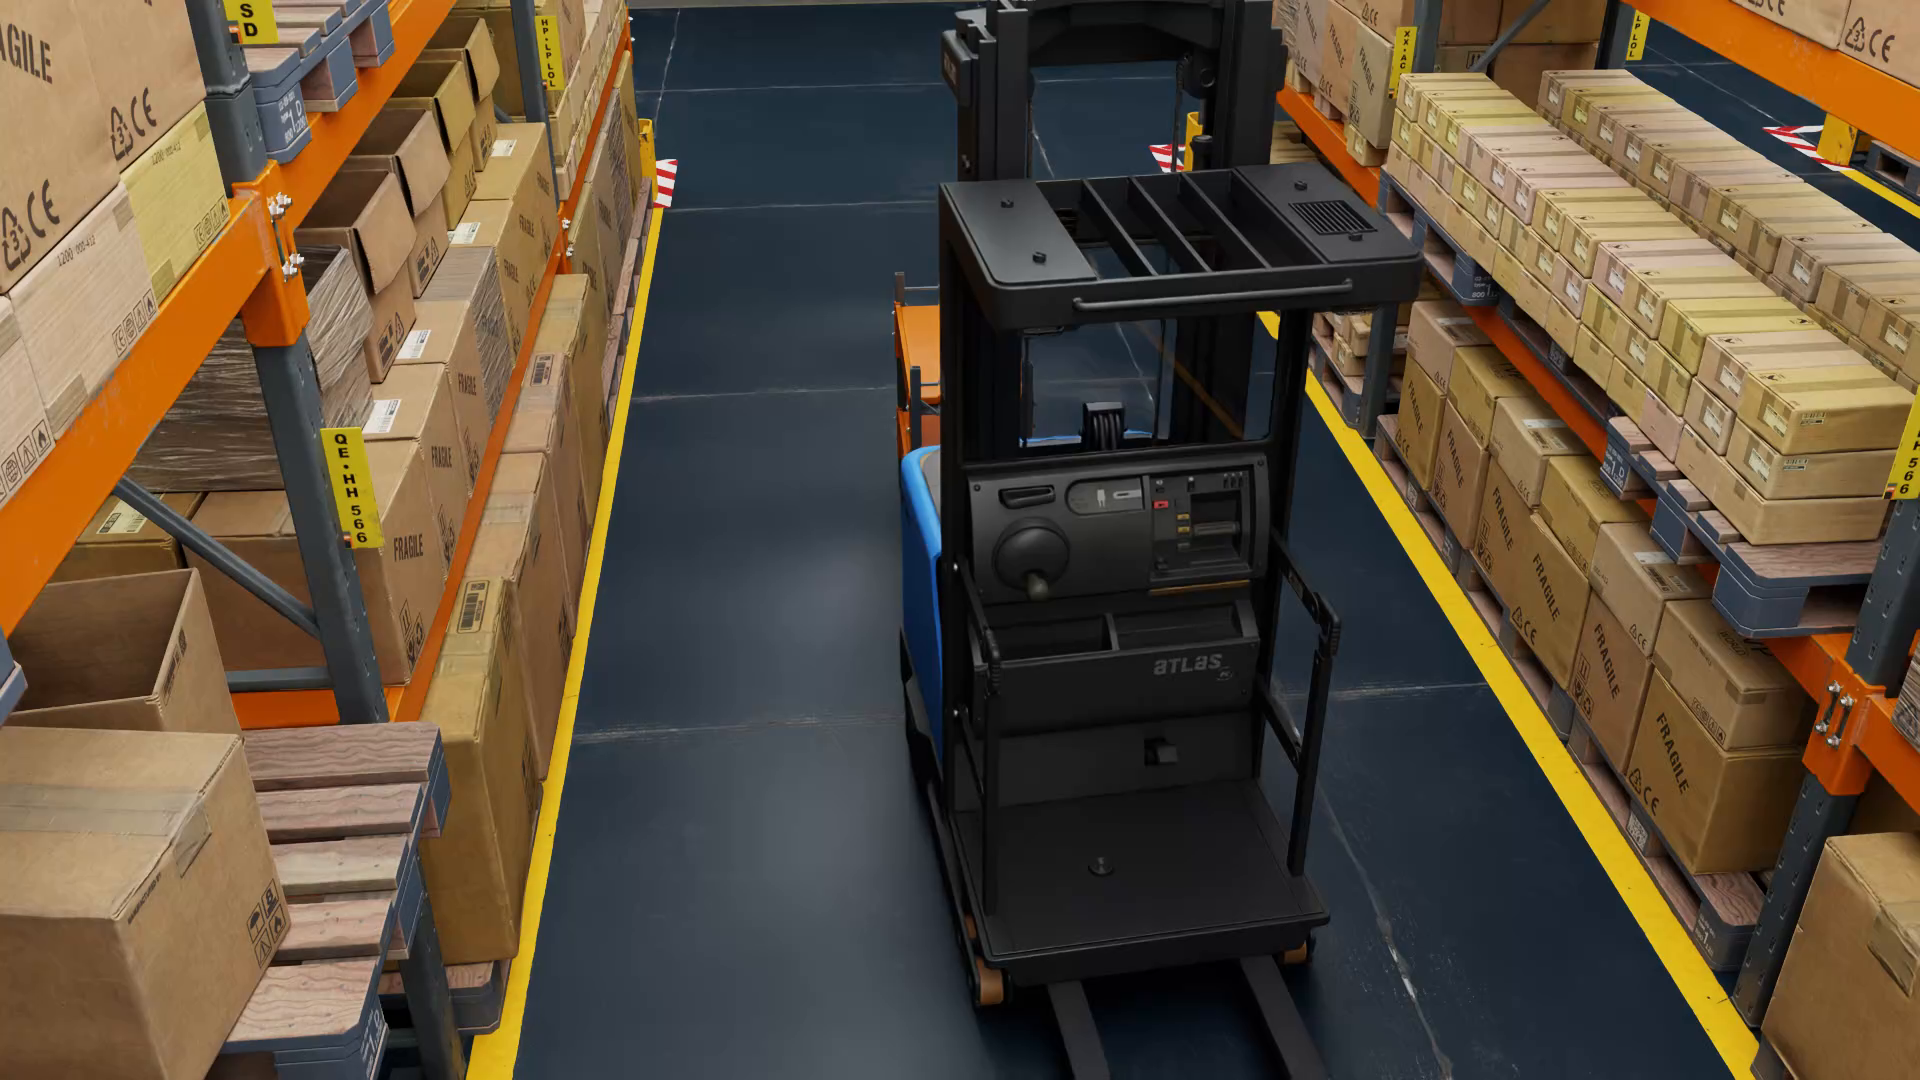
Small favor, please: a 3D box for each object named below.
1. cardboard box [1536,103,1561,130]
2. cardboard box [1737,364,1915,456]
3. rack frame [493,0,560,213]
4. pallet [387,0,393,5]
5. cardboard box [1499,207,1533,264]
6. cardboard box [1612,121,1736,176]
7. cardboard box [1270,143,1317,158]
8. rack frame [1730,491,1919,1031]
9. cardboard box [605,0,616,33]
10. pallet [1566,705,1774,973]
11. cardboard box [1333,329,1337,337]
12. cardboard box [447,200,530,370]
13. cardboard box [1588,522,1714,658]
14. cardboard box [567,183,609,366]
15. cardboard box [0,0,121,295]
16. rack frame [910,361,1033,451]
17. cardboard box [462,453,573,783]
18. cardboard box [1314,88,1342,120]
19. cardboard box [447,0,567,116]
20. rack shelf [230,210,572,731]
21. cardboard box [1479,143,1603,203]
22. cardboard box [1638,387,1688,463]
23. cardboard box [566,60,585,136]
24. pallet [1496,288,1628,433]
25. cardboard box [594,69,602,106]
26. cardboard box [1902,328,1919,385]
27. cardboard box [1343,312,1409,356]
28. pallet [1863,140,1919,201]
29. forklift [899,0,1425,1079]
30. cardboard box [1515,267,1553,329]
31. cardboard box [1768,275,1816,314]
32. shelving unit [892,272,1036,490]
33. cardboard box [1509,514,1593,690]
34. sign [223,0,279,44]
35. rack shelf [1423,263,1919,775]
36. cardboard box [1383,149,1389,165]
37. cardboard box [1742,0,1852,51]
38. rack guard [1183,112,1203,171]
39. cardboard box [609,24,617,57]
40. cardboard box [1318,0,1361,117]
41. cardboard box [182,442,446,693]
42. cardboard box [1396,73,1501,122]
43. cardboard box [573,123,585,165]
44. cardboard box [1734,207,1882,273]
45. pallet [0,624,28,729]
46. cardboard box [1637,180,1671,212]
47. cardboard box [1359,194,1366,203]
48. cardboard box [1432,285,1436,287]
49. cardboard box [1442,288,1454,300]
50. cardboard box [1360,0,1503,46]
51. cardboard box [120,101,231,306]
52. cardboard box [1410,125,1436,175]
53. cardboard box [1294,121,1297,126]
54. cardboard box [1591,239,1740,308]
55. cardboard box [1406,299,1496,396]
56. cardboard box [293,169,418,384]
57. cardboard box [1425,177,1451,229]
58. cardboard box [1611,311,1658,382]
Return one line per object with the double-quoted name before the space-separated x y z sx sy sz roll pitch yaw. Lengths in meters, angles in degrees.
"cardboard box" 2.814 -1.862 7.488 0.380 0.149 0.250 -2 31 -3
"cardboard box" 2.452 -0.370 4.699 0.380 0.149 0.250 -4 31 -7
"rack frame" -2.367 -1.670 7.620 1.000 3.000 0.127 -3 31 -5
"pallet" -2.214 -1.731 4.982 1.003 0.211 1.213 -1 31 -2
"cardboard box" 2.287 -1.163 6.317 0.380 0.149 0.250 -3 31 -5
"cardboard box" 2.885 -1.585 6.733 0.380 0.149 0.250 -3 31 -5
"cardboard box" 2.065 -2.434 10.689 0.380 0.149 0.250 -4 31 -7
"rack frame" 2.954 0.186 4.513 1.000 3.000 0.127 -3 31 -5
"cardboard box" -2.385 -3.282 10.175 0.500 0.250 0.500 -3 31 -5
"pallet" 2.883 0.985 5.896 1.003 0.211 1.213 -3 31 -5
"cardboard box" 2.264 -1.133 9.092 0.380 0.149 0.250 -2 31 -3
"cardboard box" -1.957 -0.968 6.347 0.500 0.500 0.500 -3 31 -5
"cardboard box" 2.571 0.163 5.848 0.500 0.250 0.500 -2 31 -4
"cardboard box" -2.349 -1.279 8.628 0.875 0.875 0.875 -3 31 -5
"cardboard box" -1.641 -0.680 2.453 0.500 0.500 0.500 -3 31 -5
"rack frame" 0.047 -0.227 7.033 0.500 1.125 0.032 -3 31 -5
"cardboard box" -2.113 0.296 5.992 1.225 0.875 0.875 -3 31 -4
"cardboard box" 2.168 -2.418 9.118 0.380 0.149 0.250 -4 31 -7
"cardboard box" -2.157 -2.312 7.820 0.500 0.500 0.500 -3 31 -5
"rack shelf" -2.180 -0.340 6.095 1.077 0.370 4.000 -3 31 -5
"cardboard box" 2.258 -1.429 6.473 0.380 0.149 0.250 -3 31 -5
"cardboard box" 2.405 -0.374 5.286 0.380 0.149 0.250 -2 31 -4
"cardboard box" -2.192 -2.240 8.431 0.500 0.250 0.500 -3 31 -5
"pallet" 2.728 -0.740 6.251 1.003 0.211 1.213 -3 31 -5
"cardboard box" -2.211 -2.525 9.296 0.380 0.149 0.250 -4 31 -6
"cardboard box" 3.076 -0.524 4.957 0.380 0.149 0.250 -4 31 -6
"cardboard box" 2.235 -1.085 8.723 0.380 0.149 0.250 -2 31 -4
"pallet" 7.278 -2.585 11.872 1.003 0.211 1.213 -3 31 -5
"forklift" 0.529 0.015 4.867 1.130 2.935 3.031 -5 31 -9
"cardboard box" 2.307 -0.910 6.184 0.380 0.149 0.250 -4 31 -7
"cardboard box" 3.007 -0.801 5.711 0.380 0.149 0.250 -3 31 -5
"shelving unit" -0.001 -0.486 7.467 0.538 1.125 1.048 -3 31 -5
"cardboard box" 2.522 0.221 6.482 0.500 0.500 0.500 -4 31 -7
"sign" -1.453 -1.162 3.341 0.100 0.325 0.005 -3 31 -5
"rack shelf" 2.767 -0.526 6.407 1.077 0.370 4.000 -3 31 -5
"cardboard box" 2.321 -1.883 8.222 0.380 0.149 0.250 -3 31 -5
"cardboard box" 2.588 -1.678 4.612 0.500 0.500 0.500 -3 31 -5
"rack guard" 2.214 -2.786 11.927 1.175 0.500 0.348 -3 31 -5
"cardboard box" -2.309 -3.049 10.175 0.380 0.149 0.250 -2 31 -4
"cardboard box" 2.207 -2.525 8.665 0.500 0.500 0.500 -4 31 -6
"cardboard box" -1.768 0.068 4.613 0.500 0.500 0.500 -2 31 -3
"cardboard box" 2.159 -1.960 7.362 0.380 0.149 0.250 -1 31 -2
"cardboard box" -2.114 -1.997 8.414 0.380 0.149 0.250 -2 31 -3
"cardboard box" 2.980 -1.058 5.851 0.380 0.149 0.250 -2 31 -3
"pallet" -1.671 0.358 1.484 1.213 0.211 1.003 -3 31 -5
"cardboard box" 2.913 -1.329 6.595 0.380 0.149 0.250 -4 31 -7
"cardboard box" 2.634 -2.052 10.051 0.380 0.149 0.250 -3 31 -4
"cardboard box" 2.694 -1.388 9.229 0.380 0.149 0.250 -3 31 -5
"cardboard box" 2.755 -1.253 8.714 0.380 0.149 0.250 -2 31 -3
"cardboard box" 2.267 -2.683 7.954 0.500 0.500 0.500 -4 31 -6
"cardboard box" -1.705 -0.620 3.084 0.500 0.250 0.500 -3 31 -4
"cardboard box" 2.186 -1.701 7.217 0.380 0.149 0.250 -3 31 -6
"cardboard box" 2.509 -2.852 11.389 0.380 0.149 0.250 -2 31 -4
"cardboard box" 2.361 -0.891 5.572 0.380 0.149 0.250 -3 31 -5
"cardboard box" 2.386 -0.895 7.620 0.500 0.250 0.500 -4 31 -7
"cardboard box" -2.104 -0.808 5.102 0.797 0.503 0.637 -2 31 -3
"cardboard box" 2.211 -1.436 7.064 0.380 0.149 0.250 -3 31 -4
"cardboard box" 2.378 -0.642 5.445 0.380 0.149 0.250 -3 31 -4
